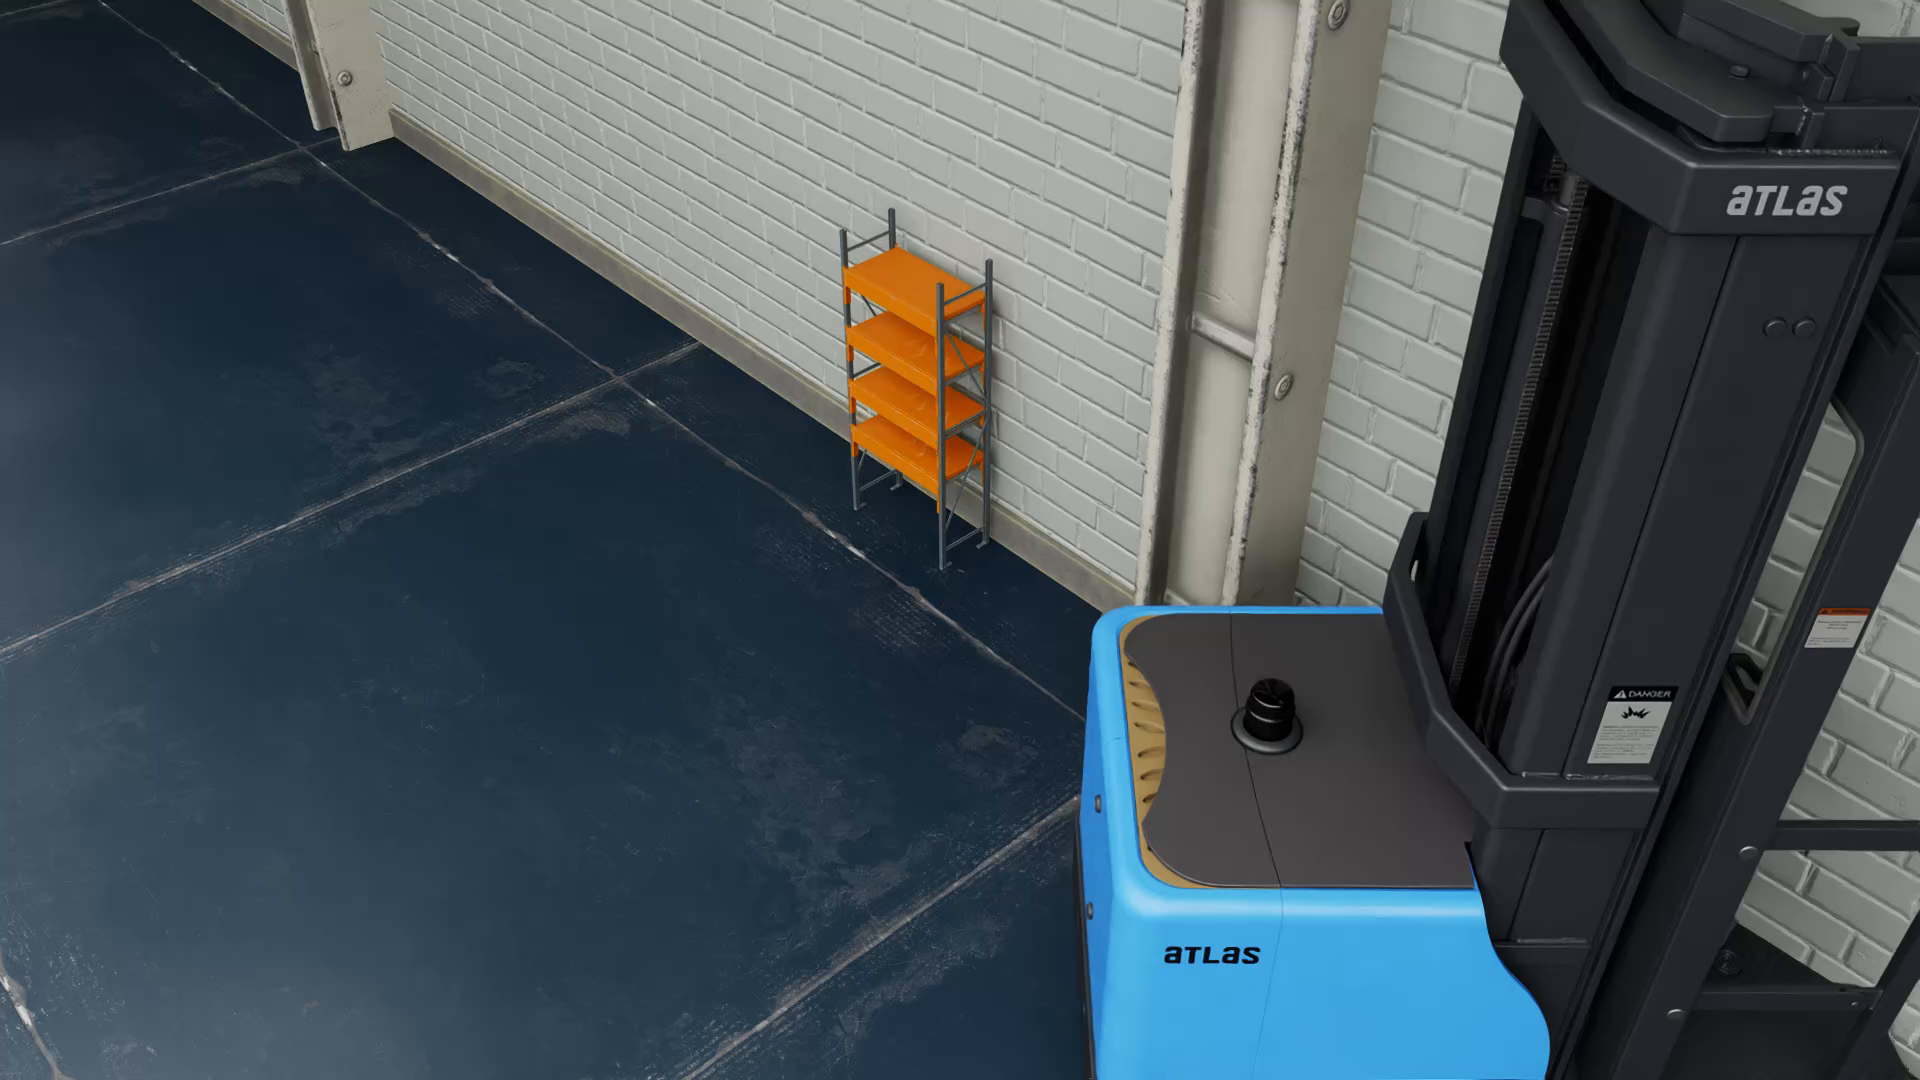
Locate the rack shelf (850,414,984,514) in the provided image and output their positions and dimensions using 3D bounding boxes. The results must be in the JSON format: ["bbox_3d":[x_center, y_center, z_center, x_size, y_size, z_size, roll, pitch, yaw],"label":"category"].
[{"bbox_3d":[-0.150,-0.314,6.106,0.258,0.148,0.480,-30,48,-32],"label":"rack shelf"}]

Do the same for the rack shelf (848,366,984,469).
[{"bbox_3d":[-0.150,-0.468,5.982,0.258,0.148,0.480,-30,48,-32],"label":"rack shelf"}]

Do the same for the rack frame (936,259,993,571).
[{"bbox_3d":[0.017,-0.409,5.801,0.240,1.200,0.015,-30,48,-32],"label":"rack frame"}]

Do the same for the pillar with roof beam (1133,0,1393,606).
[{"bbox_3d":[-2.375,-1.107,0.459,9.100,9.000,0.400,-30,48,-32],"label":"pillar with roof beam"}]

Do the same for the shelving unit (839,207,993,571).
[{"bbox_3d":[-0.150,-0.521,5.939,0.258,1.200,0.503,-30,48,-32],"label":"shelving unit"}]

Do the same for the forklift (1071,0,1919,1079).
[{"bbox_3d":[1.842,0.171,3.705,3.031,2.935,1.130,0,39,0],"label":"forklift"}]

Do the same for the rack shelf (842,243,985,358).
[{"bbox_3d":[-0.150,-0.826,5.692,0.258,0.148,0.480,-30,48,-32],"label":"rack shelf"}]

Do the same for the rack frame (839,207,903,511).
[{"bbox_3d":[-0.317,-0.633,6.078,0.240,1.200,0.015,-30,48,-32],"label":"rack frame"}]

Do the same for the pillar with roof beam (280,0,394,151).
[{"bbox_3d":[-6.433,-3.884,3.897,9.100,9.000,0.400,-30,48,-32],"label":"pillar with roof beam"}]

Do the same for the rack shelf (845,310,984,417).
[{"bbox_3d":[-0.150,-0.642,5.841,0.258,0.148,0.480,-30,48,-32],"label":"rack shelf"}]
